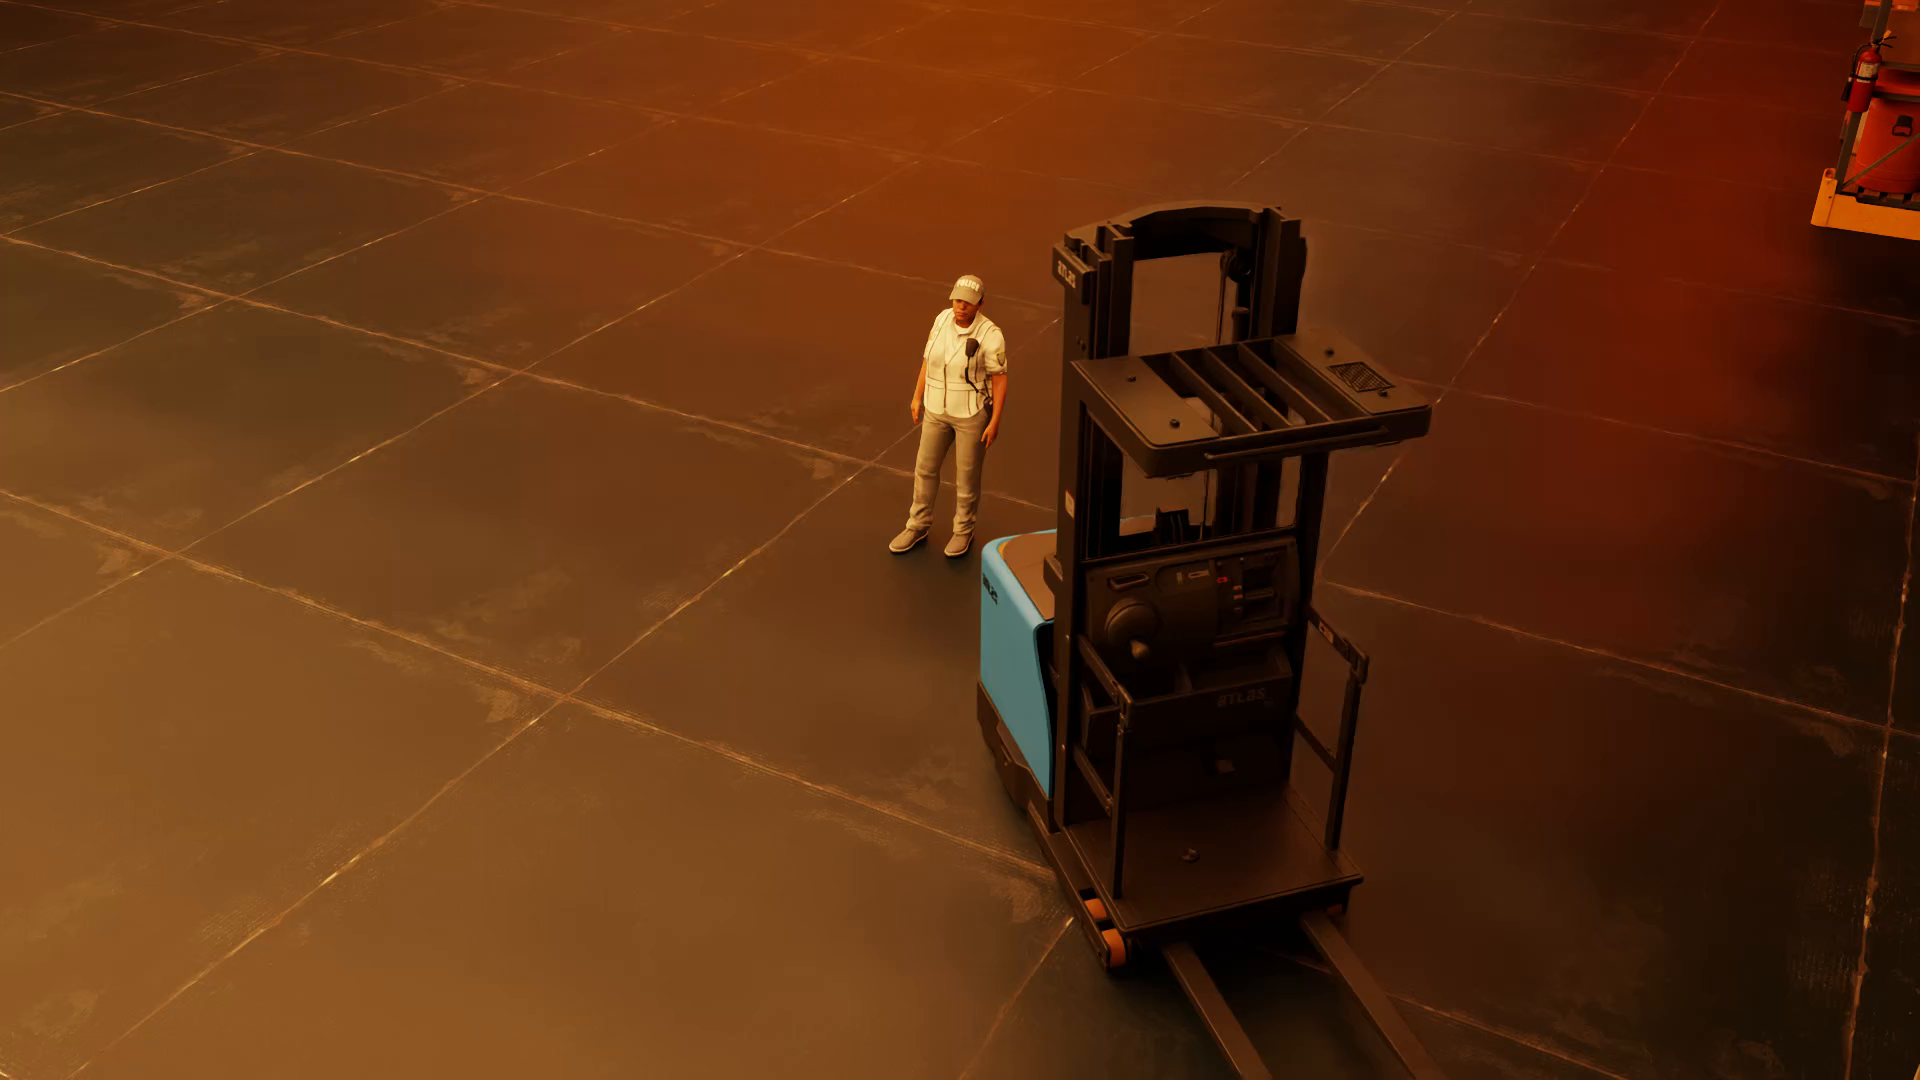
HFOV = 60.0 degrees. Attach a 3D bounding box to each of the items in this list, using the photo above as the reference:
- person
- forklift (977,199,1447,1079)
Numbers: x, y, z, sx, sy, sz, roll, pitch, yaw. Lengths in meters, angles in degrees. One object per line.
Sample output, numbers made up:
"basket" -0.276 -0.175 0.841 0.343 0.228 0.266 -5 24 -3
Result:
"person" -0.057 -0.700 9.534 0.598 1.670 0.529 15 33 25
"forklift" 1.017 0.287 6.573 1.130 2.935 3.031 -9 31 -15
